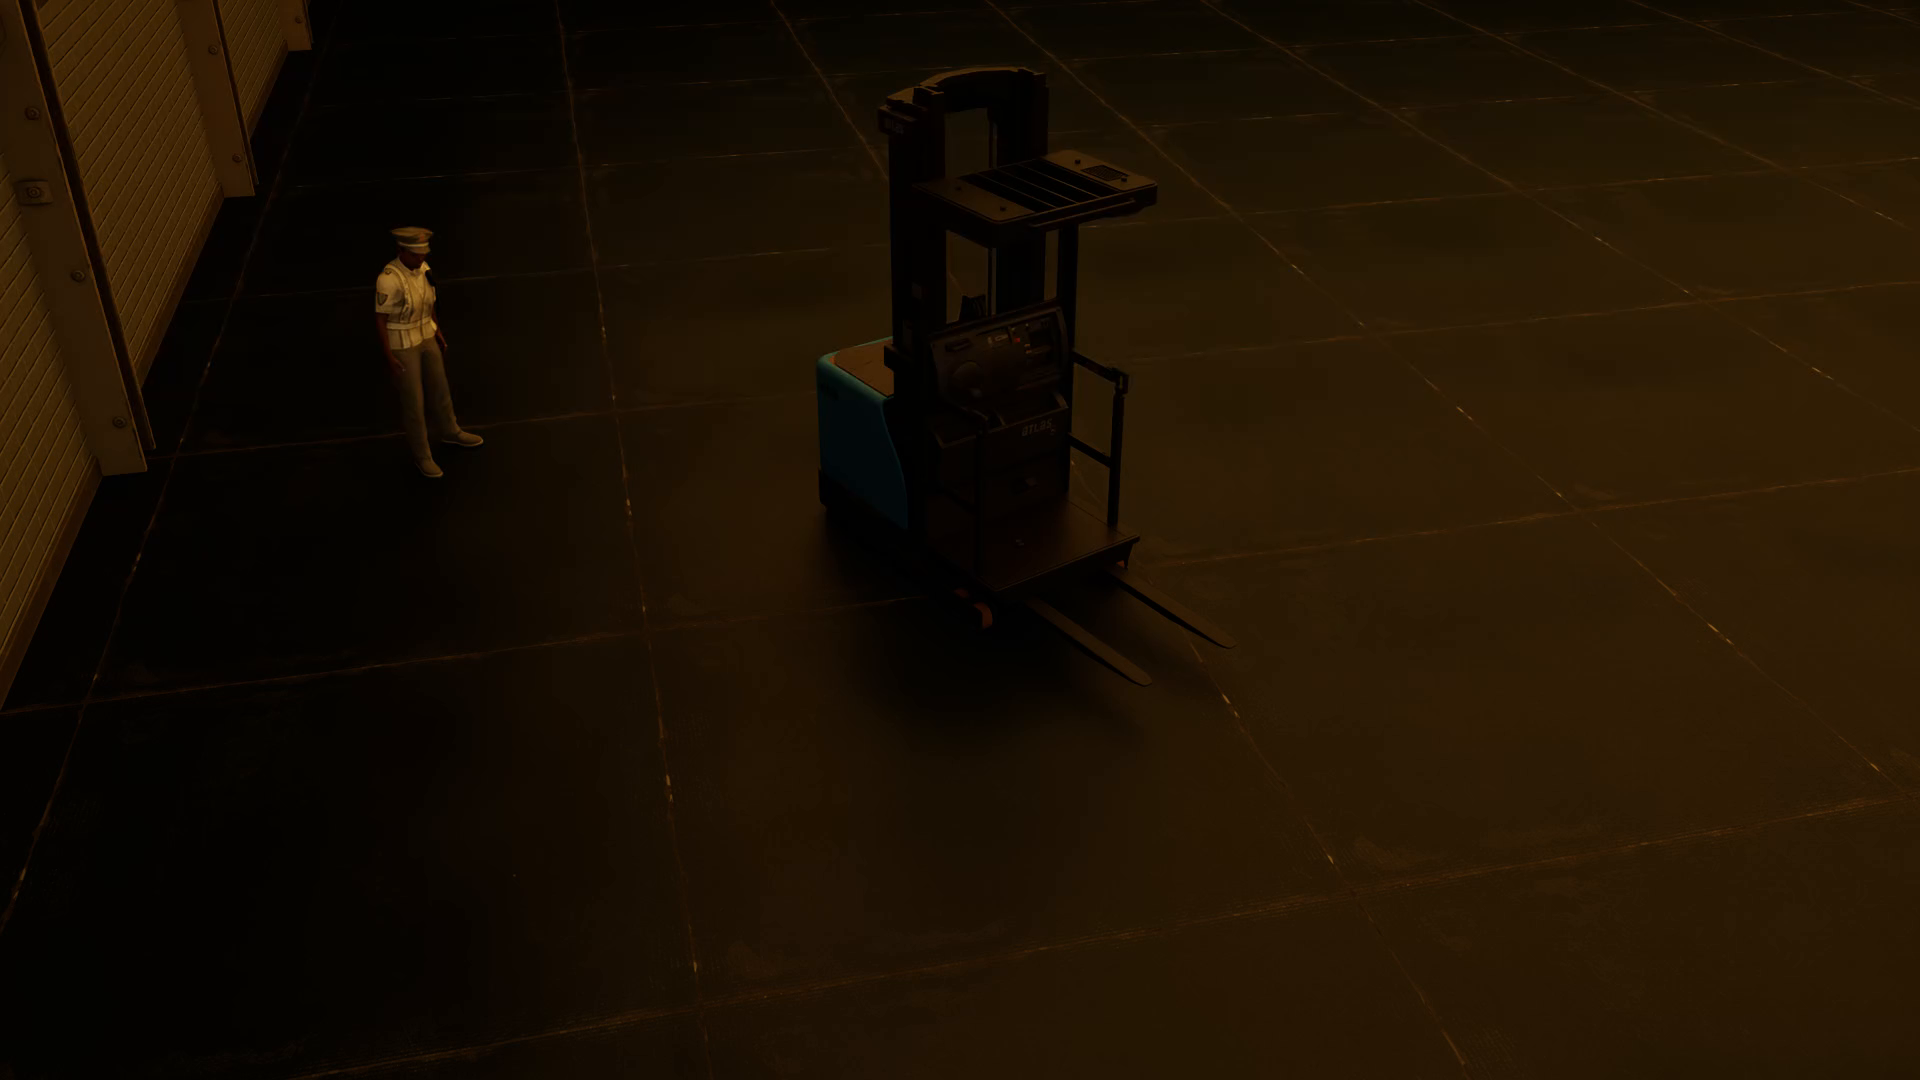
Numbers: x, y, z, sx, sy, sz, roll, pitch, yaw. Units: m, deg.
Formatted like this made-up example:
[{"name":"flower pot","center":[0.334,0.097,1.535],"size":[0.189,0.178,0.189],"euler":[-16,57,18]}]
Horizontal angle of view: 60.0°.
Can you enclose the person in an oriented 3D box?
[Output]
[{"name":"person","center":[-3.603,-1.291,11.081],"size":[0.430,1.664,0.620],"euler":[12,32,20]}]

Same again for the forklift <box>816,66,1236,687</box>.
[{"name":"forklift","center":[0.355,-1.021,9.338],"size":[1.130,2.935,3.031],"euler":[-20,35,-30]}]
